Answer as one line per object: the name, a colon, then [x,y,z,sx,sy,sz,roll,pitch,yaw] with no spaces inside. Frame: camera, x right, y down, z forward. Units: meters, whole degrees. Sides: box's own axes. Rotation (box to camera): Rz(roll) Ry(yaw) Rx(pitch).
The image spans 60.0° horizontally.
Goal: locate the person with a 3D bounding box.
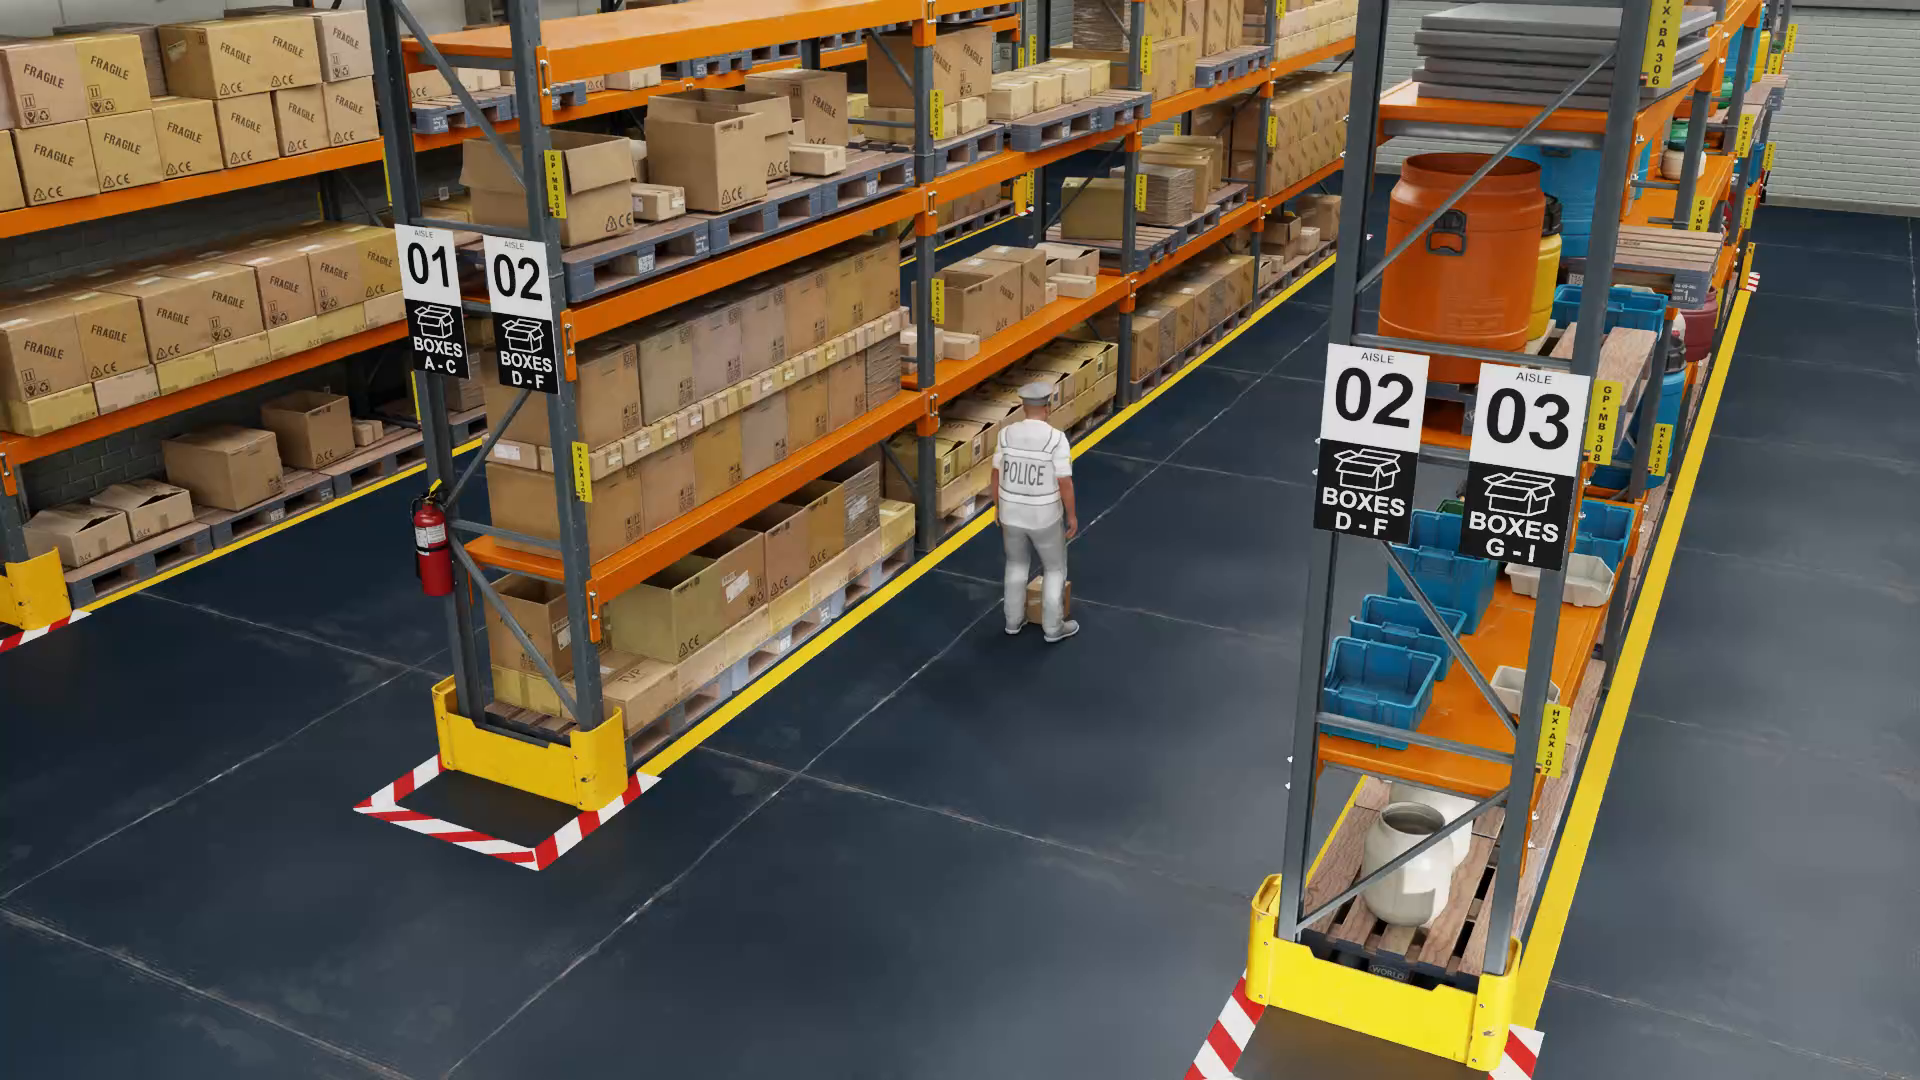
person: [0.489,-0.171,11.151,0.597,1.748,0.434,10,25,23]
